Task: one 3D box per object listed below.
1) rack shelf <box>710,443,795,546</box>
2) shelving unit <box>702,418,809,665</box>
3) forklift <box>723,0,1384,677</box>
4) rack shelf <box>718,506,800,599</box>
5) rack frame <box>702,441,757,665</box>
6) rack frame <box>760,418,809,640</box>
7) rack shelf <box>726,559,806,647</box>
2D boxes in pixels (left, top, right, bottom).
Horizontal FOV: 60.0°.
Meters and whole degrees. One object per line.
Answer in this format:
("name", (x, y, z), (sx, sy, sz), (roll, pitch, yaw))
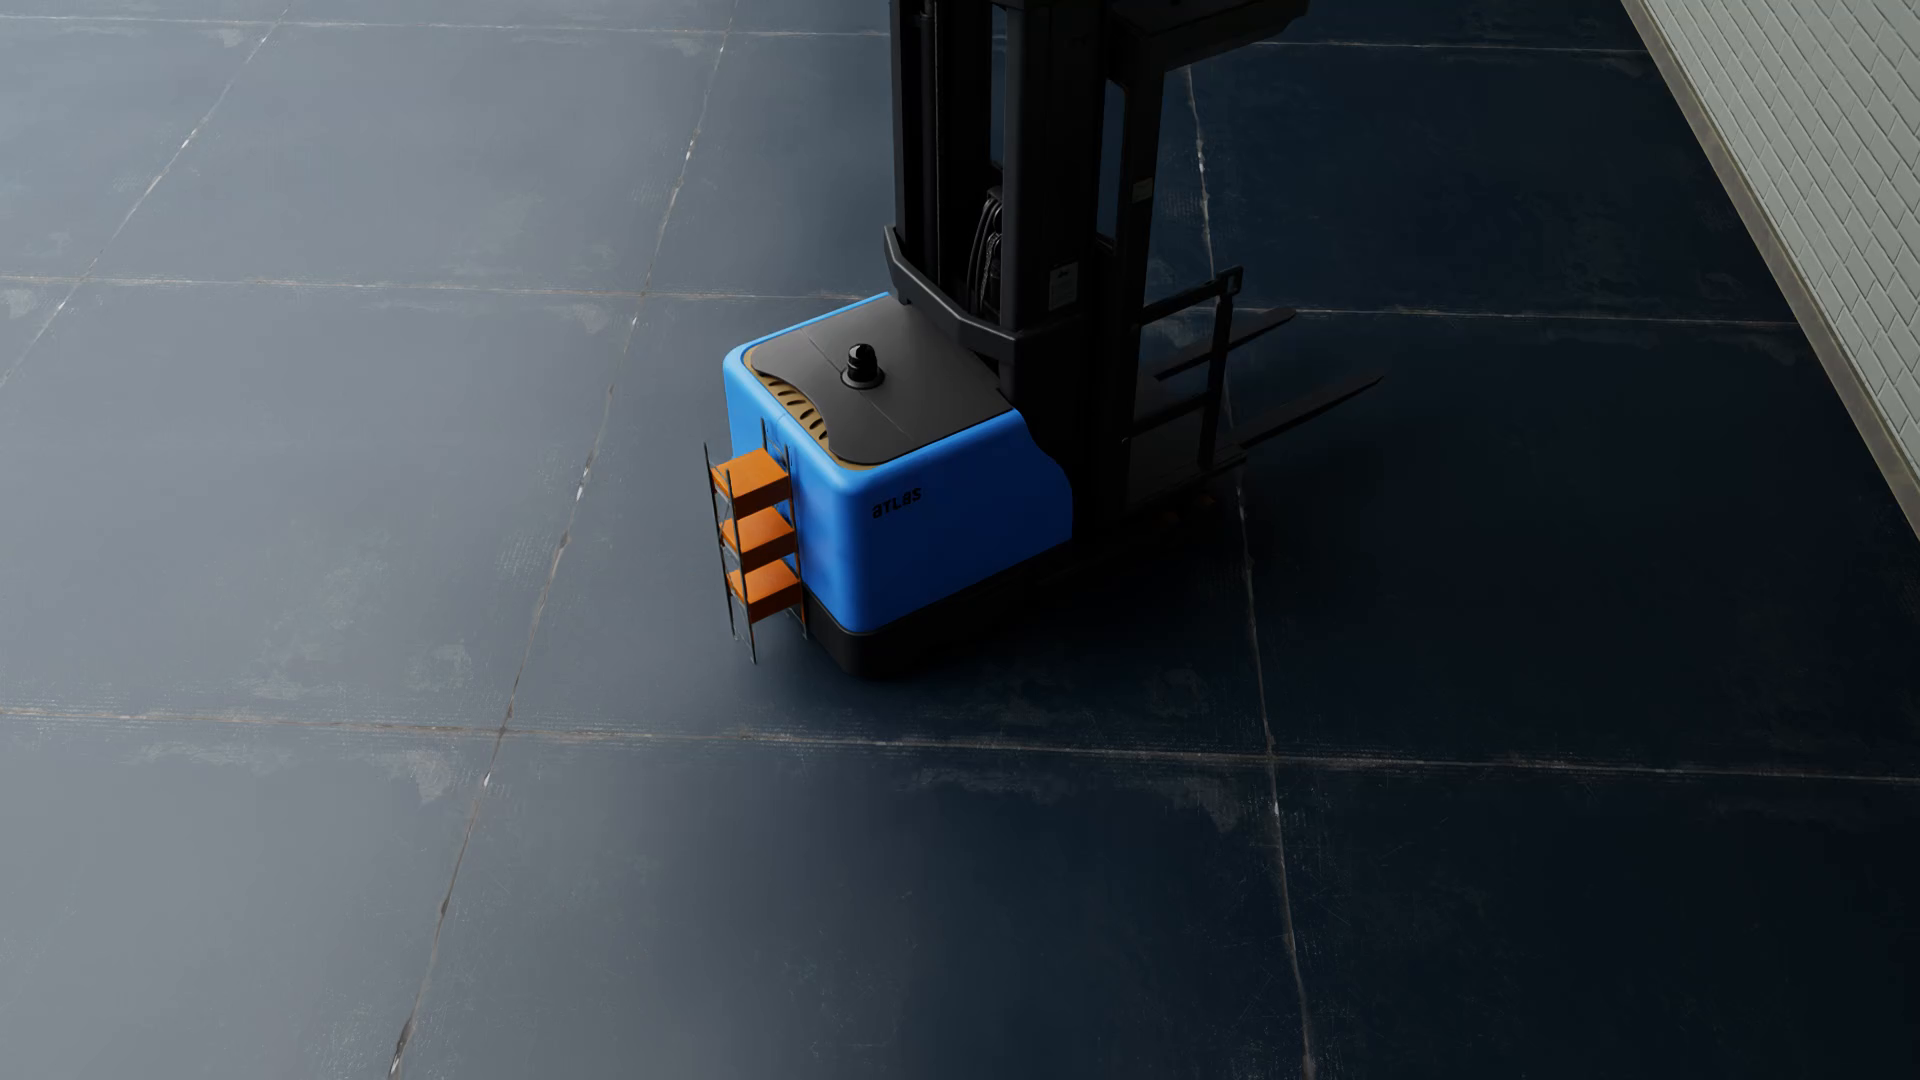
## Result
("rack shelf", (-0.796, -0.174, 6.349), (0.240, 0.259, 0.215), (-25, 48, -23))
("shelving unit", (-0.793, 0.024, 6.537), (0.252, 1.050, 0.215), (-25, 48, -23))
("forklift", (0.558, -1.311, 6.593), (3.031, 2.935, 1.130), (-24, 48, -24))
("rack shelf", (-0.793, 0.032, 6.544), (0.240, 0.259, 0.215), (-25, 48, -23))
("rack frame", (-0.895, 0.071, 6.489), (0.008, 1.050, 0.200), (-25, 48, -23))
("rack frame", (-0.691, -0.023, 6.585), (0.008, 1.050, 0.200), (-25, 48, -23))
("rack shelf", (-0.790, 0.234, 6.735), (0.240, 0.259, 0.215), (-25, 48, -23))
